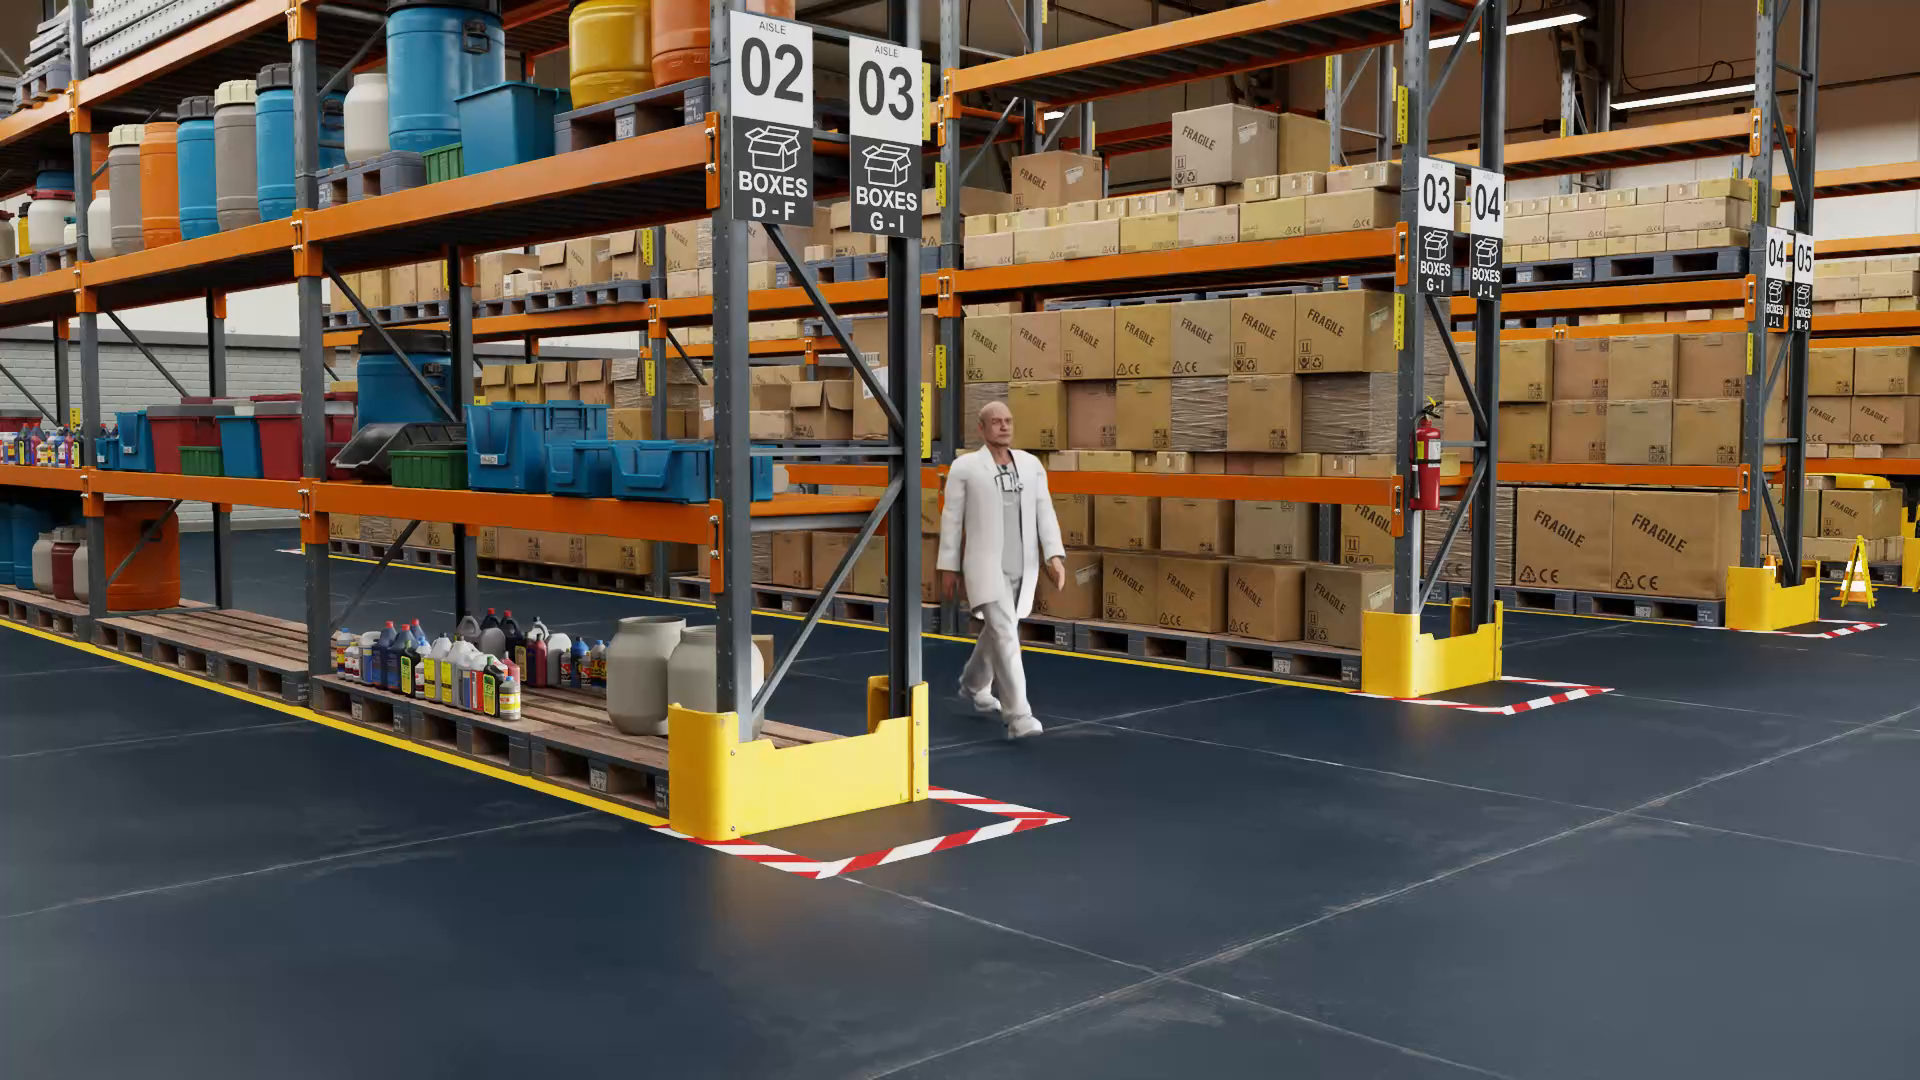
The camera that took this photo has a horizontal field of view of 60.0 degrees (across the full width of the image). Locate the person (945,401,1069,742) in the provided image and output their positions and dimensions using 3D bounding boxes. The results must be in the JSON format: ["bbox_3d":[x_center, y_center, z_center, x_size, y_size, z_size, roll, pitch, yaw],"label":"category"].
[{"bbox_3d":[0.251,0.142,8.663,0.566,1.733,1.100,-2,4,-27],"label":"person"}]
